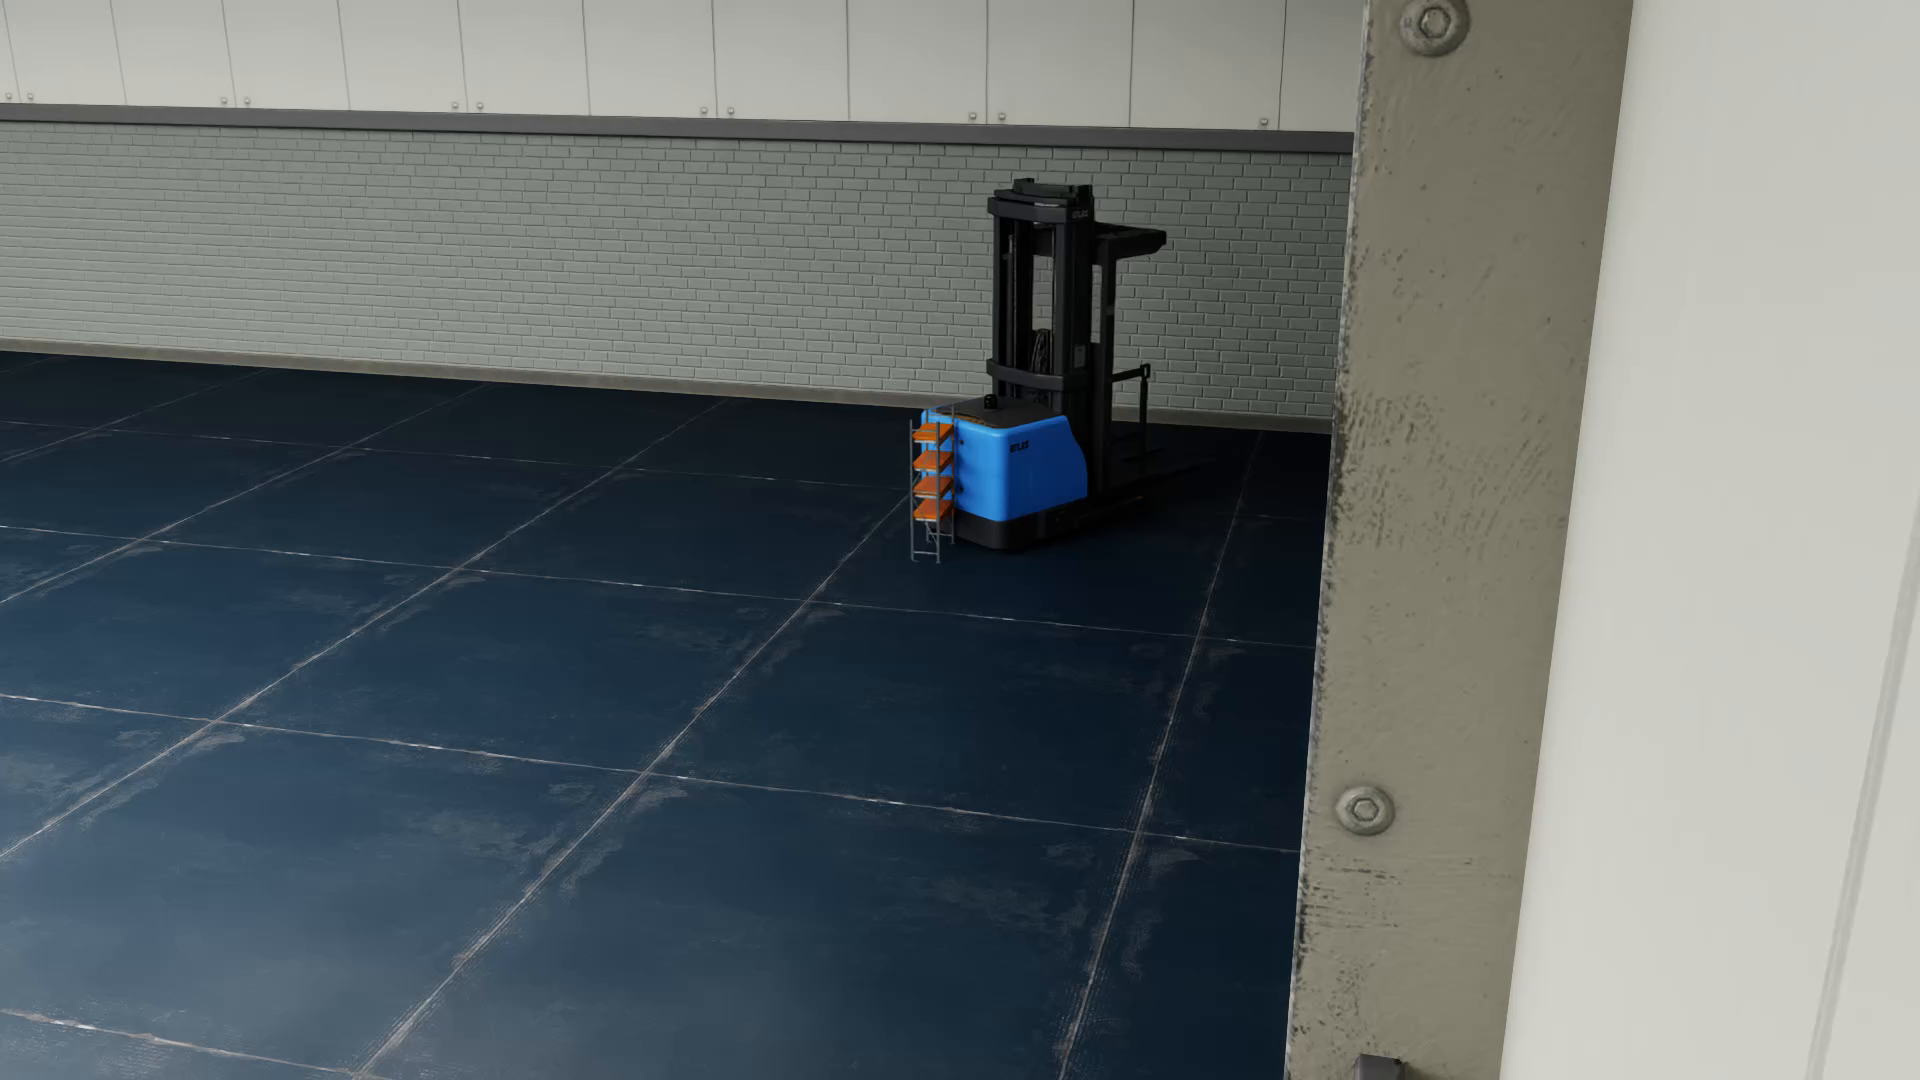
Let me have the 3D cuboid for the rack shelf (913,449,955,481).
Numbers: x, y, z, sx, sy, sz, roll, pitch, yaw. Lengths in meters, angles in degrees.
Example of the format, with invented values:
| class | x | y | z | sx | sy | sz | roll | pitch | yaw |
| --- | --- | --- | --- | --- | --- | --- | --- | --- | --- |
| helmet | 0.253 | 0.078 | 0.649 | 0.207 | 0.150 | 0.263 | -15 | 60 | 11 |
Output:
| class | x | y | z | sx | sy | sz | roll | pitch | yaw |
| --- | --- | --- | --- | --- | --- | --- | --- | --- | --- |
| rack shelf | -0.224 | -0.608 | 13.627 | 0.258 | 0.148 | 0.480 | 5 | 19 | 13 |

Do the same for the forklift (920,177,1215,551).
| class | x | y | z | sx | sy | sz | roll | pitch | yaw |
| --- | --- | --- | --- | --- | --- | --- | --- | --- | --- |
| forklift | 1.077 | -1.683 | 14.582 | 3.031 | 2.935 | 1.130 | -17 | 25 | -40 |

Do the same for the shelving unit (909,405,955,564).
| class | x | y | z | sx | sy | sz | roll | pitch | yaw |
| --- | --- | --- | --- | --- | --- | --- | --- | --- | --- |
| shelving unit | -0.224 | -0.460 | 13.677 | 0.258 | 1.200 | 0.503 | 5 | 19 | 13 |

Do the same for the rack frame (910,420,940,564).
| class | x | y | z | sx | sy | sz | roll | pitch | yaw |
| --- | --- | --- | --- | --- | --- | --- | --- | --- | --- |
| rack frame | -0.282 | -0.383 | 13.453 | 0.240 | 1.200 | 0.015 | 5 | 19 | 13 |

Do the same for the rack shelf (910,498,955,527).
| class | x | y | z | sx | sy | sz | roll | pitch | yaw |
| --- | --- | --- | --- | --- | --- | --- | --- | --- | --- |
| rack shelf | -0.224 | -0.208 | 13.763 | 0.258 | 0.148 | 0.480 | 5 | 19 | 13 |

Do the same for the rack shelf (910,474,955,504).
| class | x | y | z | sx | sy | sz | roll | pitch | yaw |
| --- | --- | --- | --- | --- | --- | --- | --- | --- | --- |
| rack shelf | -0.224 | -0.396 | 13.699 | 0.258 | 0.148 | 0.480 | 5 | 19 | 13 |

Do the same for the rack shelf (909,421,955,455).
| class | x | y | z | sx | sy | sz | roll | pitch | yaw |
| --- | --- | --- | --- | --- | --- | --- | --- | --- | --- |
| rack shelf | -0.224 | -0.832 | 13.550 | 0.258 | 0.148 | 0.480 | 5 | 19 | 13 |

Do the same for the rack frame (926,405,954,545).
| class | x | y | z | sx | sy | sz | roll | pitch | yaw |
| --- | --- | --- | --- | --- | --- | --- | --- | --- | --- |
| rack frame | -0.166 | -0.536 | 13.901 | 0.240 | 1.200 | 0.015 | 5 | 19 | 13 |
